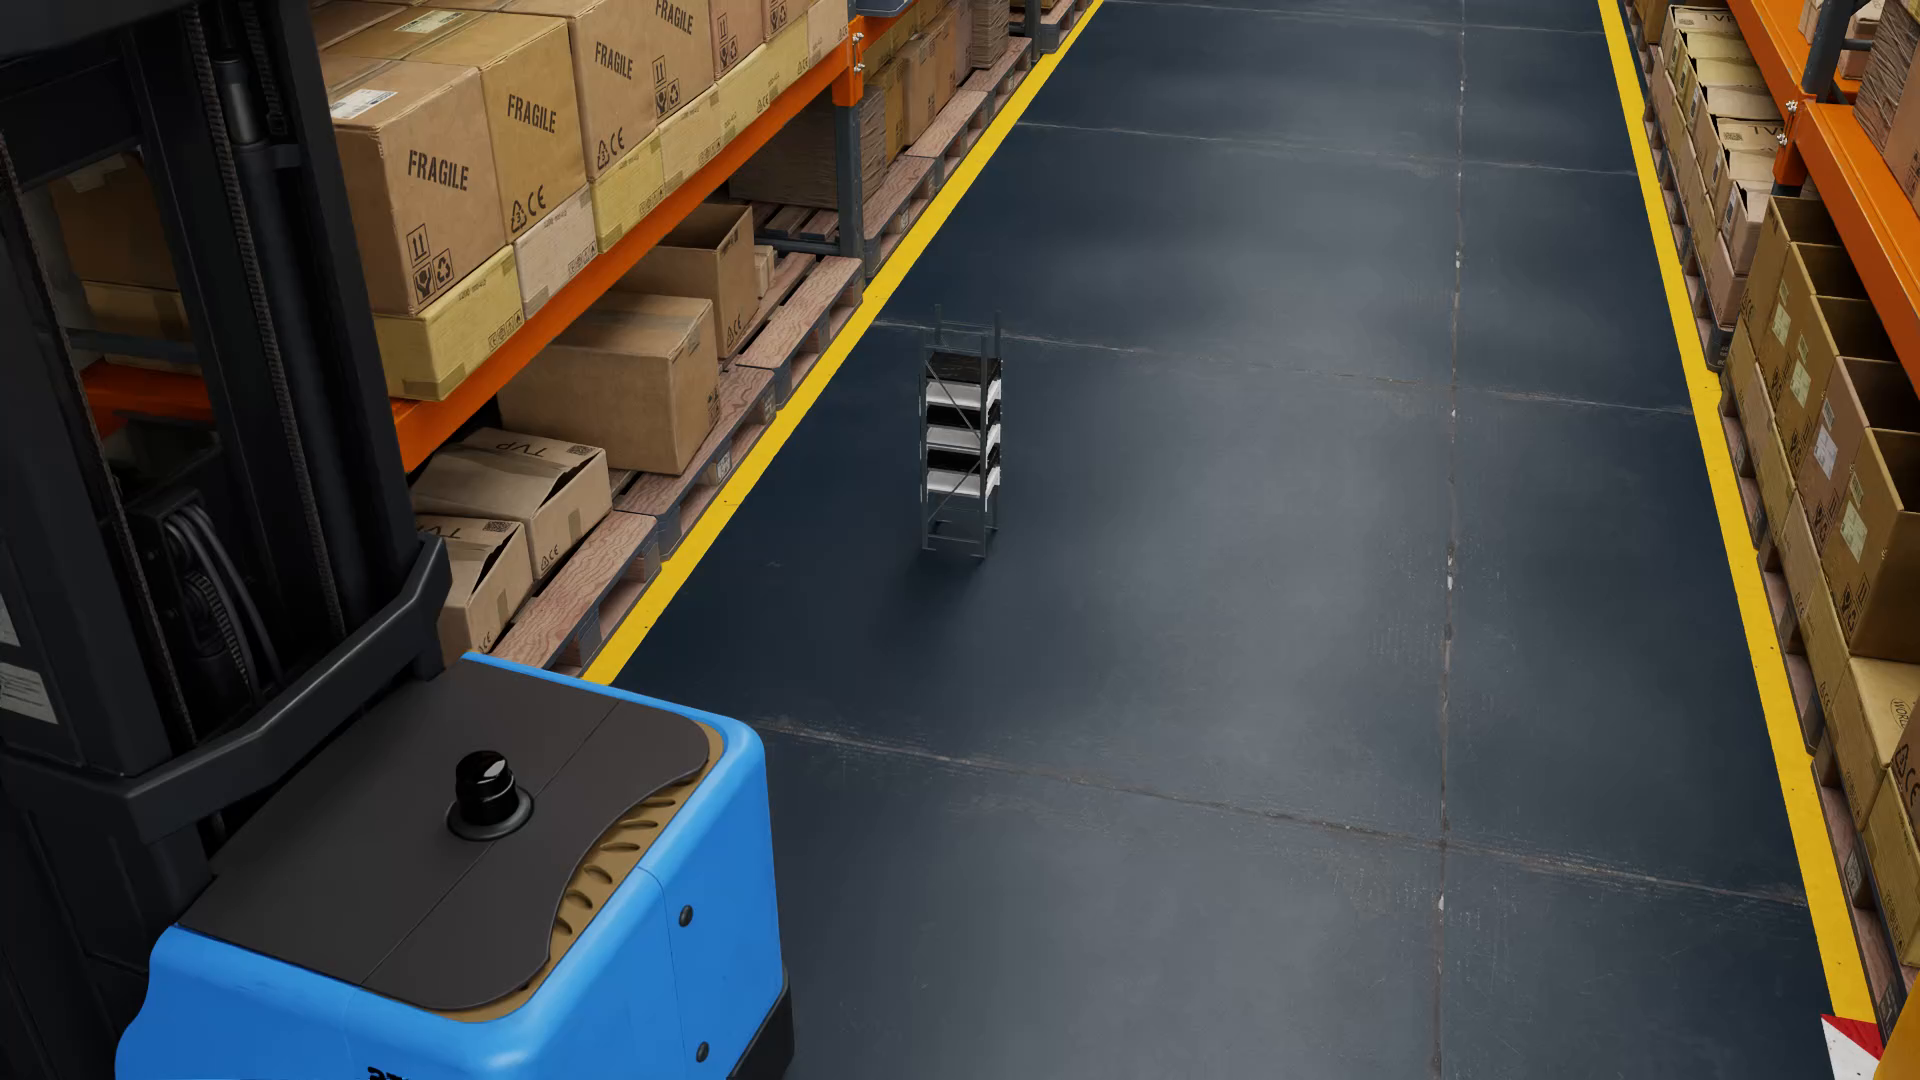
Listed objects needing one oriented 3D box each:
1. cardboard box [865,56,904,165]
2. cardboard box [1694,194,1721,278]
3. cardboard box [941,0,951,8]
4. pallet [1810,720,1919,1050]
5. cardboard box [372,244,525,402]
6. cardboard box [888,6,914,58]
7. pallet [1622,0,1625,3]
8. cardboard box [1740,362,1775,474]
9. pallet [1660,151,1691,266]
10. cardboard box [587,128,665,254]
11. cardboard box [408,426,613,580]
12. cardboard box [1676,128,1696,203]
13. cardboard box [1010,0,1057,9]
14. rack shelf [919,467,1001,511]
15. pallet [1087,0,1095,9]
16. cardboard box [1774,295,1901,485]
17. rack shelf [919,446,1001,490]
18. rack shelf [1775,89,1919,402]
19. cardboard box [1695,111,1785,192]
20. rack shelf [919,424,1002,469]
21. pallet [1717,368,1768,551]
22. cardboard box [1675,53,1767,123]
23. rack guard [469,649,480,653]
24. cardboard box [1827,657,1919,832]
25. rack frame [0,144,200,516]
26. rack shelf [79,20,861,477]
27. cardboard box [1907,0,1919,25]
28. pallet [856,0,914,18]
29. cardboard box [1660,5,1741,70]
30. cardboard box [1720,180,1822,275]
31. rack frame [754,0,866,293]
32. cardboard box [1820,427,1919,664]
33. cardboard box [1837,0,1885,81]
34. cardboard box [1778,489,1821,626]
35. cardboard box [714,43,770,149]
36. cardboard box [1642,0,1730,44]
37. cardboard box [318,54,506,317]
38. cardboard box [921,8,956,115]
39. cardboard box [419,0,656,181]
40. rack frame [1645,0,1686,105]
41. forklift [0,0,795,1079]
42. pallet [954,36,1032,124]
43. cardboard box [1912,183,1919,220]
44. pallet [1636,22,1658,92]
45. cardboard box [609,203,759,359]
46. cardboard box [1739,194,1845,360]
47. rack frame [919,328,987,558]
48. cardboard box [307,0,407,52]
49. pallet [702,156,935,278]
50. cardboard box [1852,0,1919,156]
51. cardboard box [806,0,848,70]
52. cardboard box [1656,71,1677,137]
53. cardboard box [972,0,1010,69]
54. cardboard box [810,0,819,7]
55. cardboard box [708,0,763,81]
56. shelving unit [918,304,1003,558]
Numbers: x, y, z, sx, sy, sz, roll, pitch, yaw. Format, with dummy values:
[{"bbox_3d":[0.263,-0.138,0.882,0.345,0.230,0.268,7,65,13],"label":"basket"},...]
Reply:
[{"bbox_3d":[-0.710,-2.334,9.046,0.700,0.500,0.500,7,33,11],"label":"cardboard box"},{"bbox_3d":[3.784,-1.406,7.837,0.500,0.250,0.500,8,33,12],"label":"cardboard box"},{"bbox_3d":[-0.286,-3.399,10.022,0.500,0.250,0.500,9,33,13],"label":"cardboard box"},{"bbox_3d":[2.967,0.978,4.515,1.003,0.211,1.213,8,33,12],"label":"pallet"},{"bbox_3d":[-1.548,-0.624,4.557,0.500,0.250,0.500,7,33,11],"label":"cardboard box"},{"bbox_3d":[-0.556,-2.875,9.198,0.500,0.250,0.500,7,33,11],"label":"cardboard box"},{"bbox_3d":[5.689,-4.419,13.005,1.003,0.211,1.213,8,33,12],"label":"pallet"},{"bbox_3d":[3.286,-0.431,6.303,0.500,0.250,0.500,8,33,12],"label":"cardboard box"},{"bbox_3d":[4.286,-1.718,8.756,1.003,0.211,1.213,8,33,12],"label":"pallet"},{"bbox_3d":[-1.295,-1.159,5.398,0.500,0.250,0.500,8,33,12],"label":"cardboard box"},{"bbox_3d":[-1.571,-0.162,5.806,0.500,0.311,0.500,11,34,16],"label":"cardboard box"},{"bbox_3d":[4.044,-1.935,8.670,0.500,0.250,0.500,9,33,13],"label":"cardboard box"},{"bbox_3d":[0.365,-4.254,11.758,0.750,0.750,0.750,8,33,12],"label":"cardboard box"},{"bbox_3d":[0.002,-0.204,6.130,0.258,0.077,0.200,8,33,12],"label":"rack shelf"},{"bbox_3d":[0.636,-4.473,13.090,1.003,0.211,1.213,8,33,12],"label":"pallet"},{"bbox_3d":[3.155,-0.488,5.695,0.500,0.500,0.500,8,33,12],"label":"cardboard box"},{"bbox_3d":[0.002,-0.280,6.081,0.258,0.077,0.200,8,33,12],"label":"rack shelf"},{"bbox_3d":[3.321,-0.531,4.959,1.077,0.370,4.000,8,33,12],"label":"rack shelf"},{"bbox_3d":[3.909,-1.904,8.098,0.500,0.311,0.500,8,33,12],"label":"cardboard box"},{"bbox_3d":[0.002,-0.356,6.033,0.258,0.077,0.200,8,33,12],"label":"rack shelf"},{"bbox_3d":[3.587,-0.288,6.507,1.003,0.211,1.213,8,33,12],"label":"pallet"},{"bbox_3d":[4.170,-2.431,8.927,0.500,0.311,0.500,7,33,11],"label":"cardboard box"},{"bbox_3d":[-1.959,0.547,4.924,1.175,0.500,0.348,8,33,12],"label":"rack guard"},{"bbox_3d":[2.779,0.607,4.670,0.500,0.250,0.500,8,33,12],"label":"cardboard box"},{"bbox_3d":[-1.979,-0.469,4.191,1.000,3.000,0.127,8,33,12],"label":"rack frame"},{"bbox_3d":[-1.471,-1.203,6.017,1.077,0.370,4.000,8,33,12],"label":"rack shelf"},{"bbox_3d":[3.446,-1.810,5.604,0.380,0.149,0.250,7,33,11],"label":"cardboard box"},{"bbox_3d":[-0.629,-2.840,8.101,1.003,0.211,1.213,8,33,12],"label":"pallet"},{"bbox_3d":[4.427,-2.969,9.774,0.500,0.311,0.500,9,34,14],"label":"cardboard box"},{"bbox_3d":[3.654,-1.375,7.265,0.500,0.311,0.500,8,33,12],"label":"cardboard box"},{"bbox_3d":[-0.964,-2.544,7.457,1.000,3.000,0.127,8,33,12],"label":"rack frame"},{"bbox_3d":[2.902,0.031,4.878,0.500,0.500,0.500,8,33,12],"label":"cardboard box"},{"bbox_3d":[3.912,-2.070,6.850,0.500,0.250,0.500,10,34,15],"label":"cardboard box"},{"bbox_3d":[3.033,0.088,5.487,0.500,0.250,0.500,8,33,12],"label":"cardboard box"},{"bbox_3d":[-1.038,-1.682,6.221,0.500,0.250,0.500,8,33,12],"label":"cardboard box"},{"bbox_3d":[4.854,-3.596,11.030,0.500,0.500,0.500,9,34,14],"label":"cardboard box"},{"bbox_3d":[-1.567,-0.937,4.350,0.500,0.500,0.500,8,33,12],"label":"cardboard box"},{"bbox_3d":[-0.423,-2.857,9.868,0.700,0.500,0.500,8,33,12],"label":"cardboard box"},{"bbox_3d":[-1.294,-1.460,5.172,0.500,0.500,0.500,7,33,11],"label":"cardboard box"},{"bbox_3d":[4.844,-3.948,9.664,1.000,3.000,0.127,8,33,12],"label":"rack frame"},{"bbox_3d":[-1.980,0.024,3.481,3.031,2.935,1.130,12,34,18],"label":"forklift"},{"bbox_3d":[-0.148,-3.038,10.832,1.003,0.211,1.213,8,33,12],"label":"pallet"},{"bbox_3d":[3.464,-1.149,5.168,0.700,0.500,0.500,9,33,13],"label":"cardboard box"},{"bbox_3d":[5.070,-3.153,11.013,1.003,0.211,1.213,8,33,12],"label":"pallet"},{"bbox_3d":[-1.188,-1.131,7.153,0.500,0.500,0.500,6,33,9],"label":"cardboard box"},{"bbox_3d":[3.408,-1.007,6.511,0.500,0.500,0.500,8,33,12],"label":"cardboard box"},{"bbox_3d":[-0.024,-0.331,5.932,0.240,0.900,0.006,8,33,12],"label":"rack frame"},{"bbox_3d":[-1.927,-1.264,4.864,0.500,0.500,0.500,8,33,13],"label":"cardboard box"},{"bbox_3d":[-0.767,-1.772,8.840,1.003,0.211,1.213,8,33,12],"label":"pallet"},{"bbox_3d":[3.722,-1.683,6.008,0.700,0.500,0.500,7,33,11],"label":"cardboard box"},{"bbox_3d":[-0.791,-2.203,7.040,0.500,0.250,0.500,8,33,12],"label":"cardboard box"},{"bbox_3d":[4.300,-2.472,9.514,0.500,0.250,0.500,7,33,11],"label":"cardboard box"},{"bbox_3d":[-0.081,-3.370,10.675,0.700,0.500,0.500,8,33,13],"label":"cardboard box"},{"bbox_3d":[-0.784,-2.519,6.838,0.500,0.500,0.500,8,33,12],"label":"cardboard box"},{"bbox_3d":[-1.044,-1.999,6.021,0.500,0.500,0.500,7,33,11],"label":"cardboard box"},{"bbox_3d":[0.002,-0.384,6.015,0.258,0.900,0.210,8,33,12],"label":"shelving unit"}]
